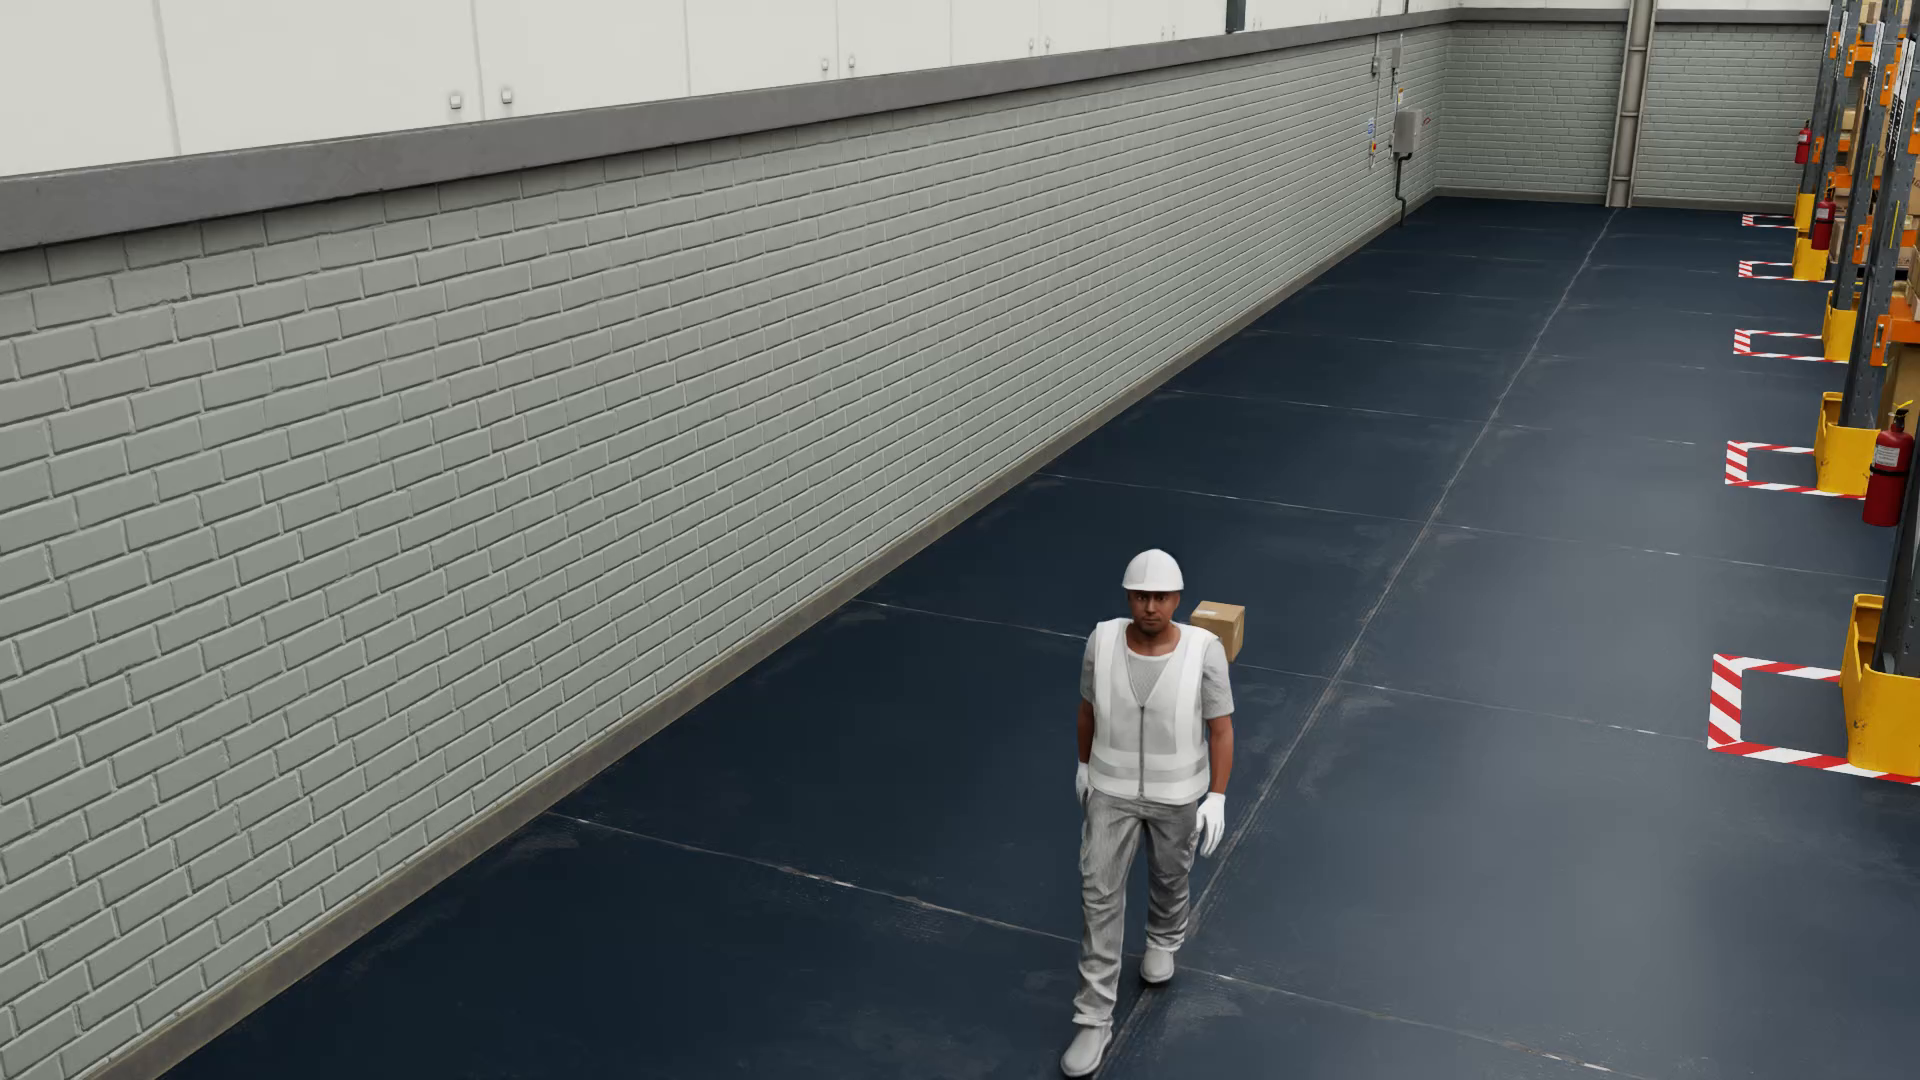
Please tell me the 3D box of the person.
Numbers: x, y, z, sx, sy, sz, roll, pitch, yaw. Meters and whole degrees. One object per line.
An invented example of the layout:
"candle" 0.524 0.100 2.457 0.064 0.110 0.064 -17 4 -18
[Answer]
"person" 0.647 0.910 5.812 0.580 1.737 0.951 4 19 13
